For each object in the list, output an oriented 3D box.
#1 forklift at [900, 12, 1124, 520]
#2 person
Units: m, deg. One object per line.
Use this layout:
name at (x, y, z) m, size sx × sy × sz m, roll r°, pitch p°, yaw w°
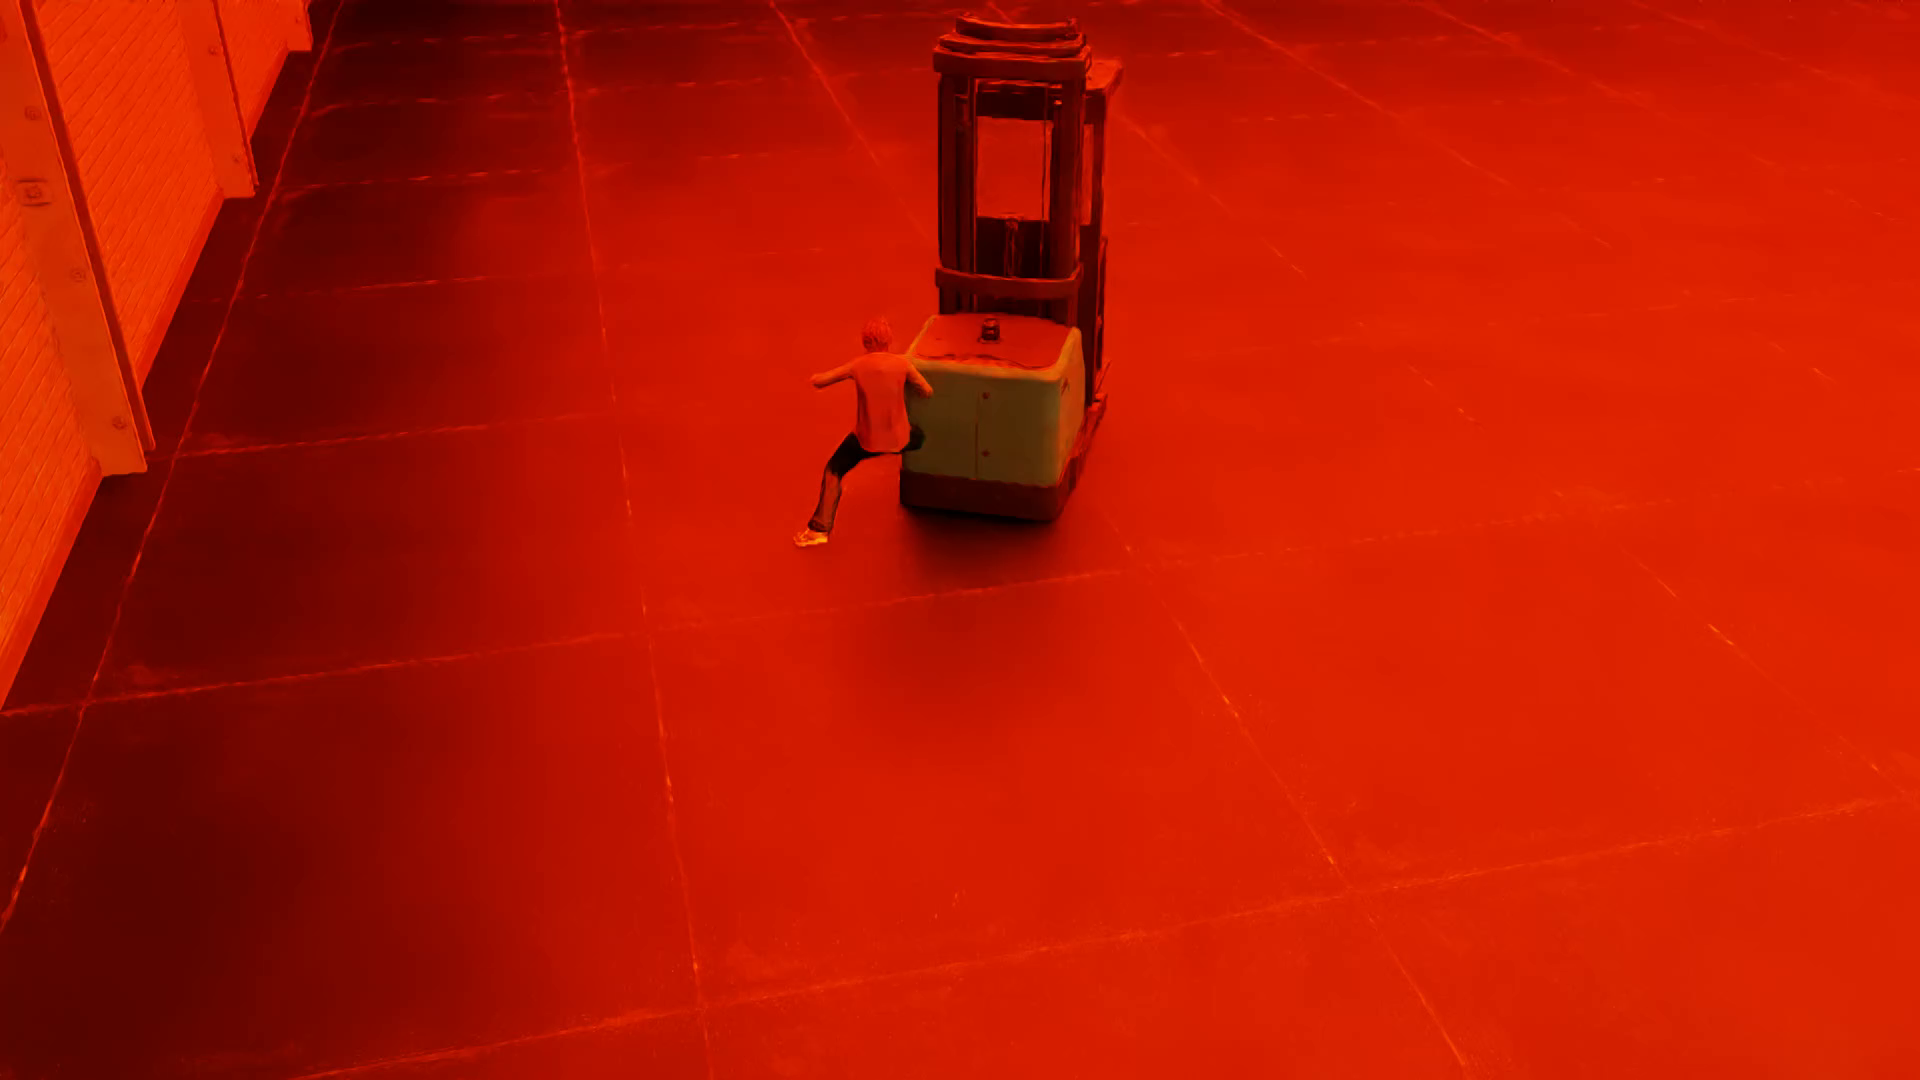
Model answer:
forklift at (0.453, -2.119, 11.235) m, size 1.130 × 2.935 × 3.031 m, roll 7°, pitch 31°, yaw 12°
person at (-0.532, -0.752, 10.394) m, size 1.085 × 1.411 × 0.869 m, roll -3°, pitch 30°, yaw -5°
